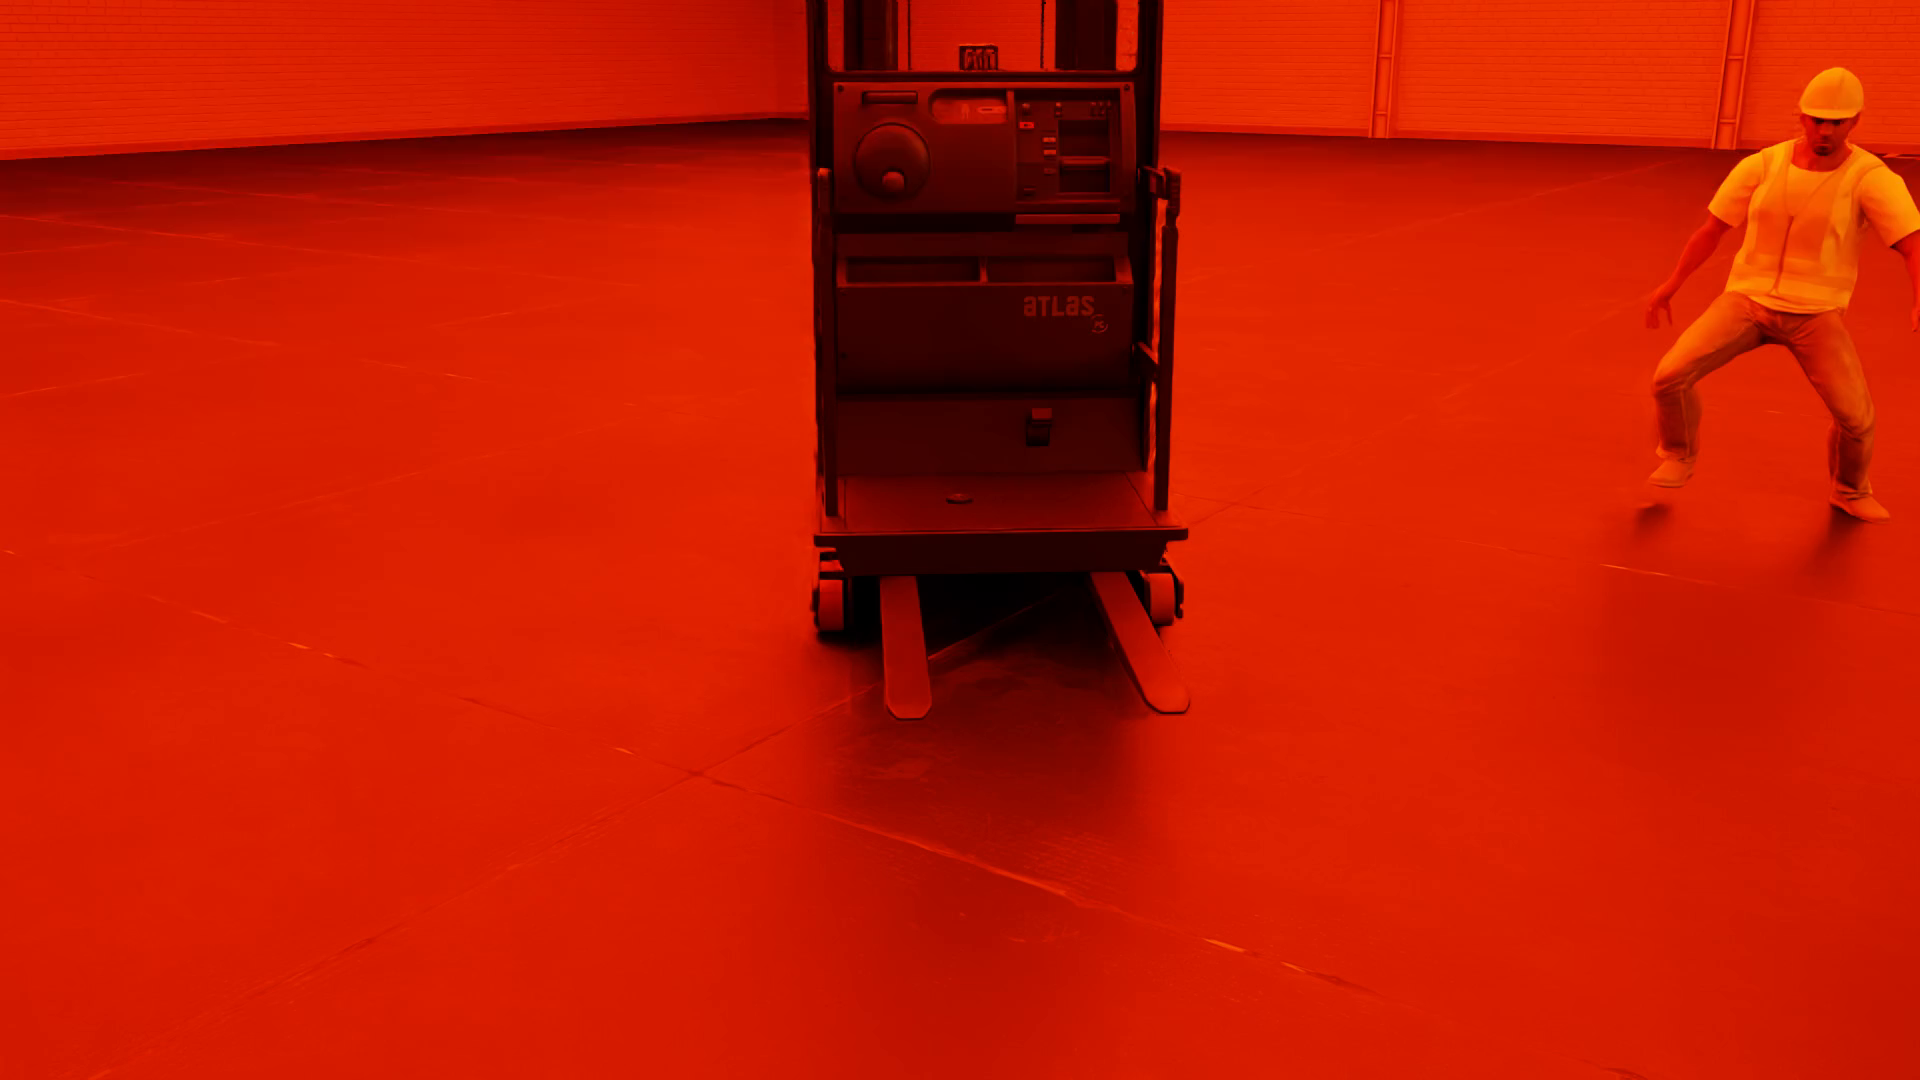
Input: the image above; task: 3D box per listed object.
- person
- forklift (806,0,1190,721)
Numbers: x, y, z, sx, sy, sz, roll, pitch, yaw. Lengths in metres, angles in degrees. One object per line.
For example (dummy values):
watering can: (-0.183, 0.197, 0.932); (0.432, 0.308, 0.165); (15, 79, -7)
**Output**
person: (3.053, -0.878, 6.079); (1.016, 1.638, 0.668); (14, 22, 39)
forklift: (0.092, -1.221, 4.915); (1.130, 2.935, 3.031); (-1, 17, -4)
